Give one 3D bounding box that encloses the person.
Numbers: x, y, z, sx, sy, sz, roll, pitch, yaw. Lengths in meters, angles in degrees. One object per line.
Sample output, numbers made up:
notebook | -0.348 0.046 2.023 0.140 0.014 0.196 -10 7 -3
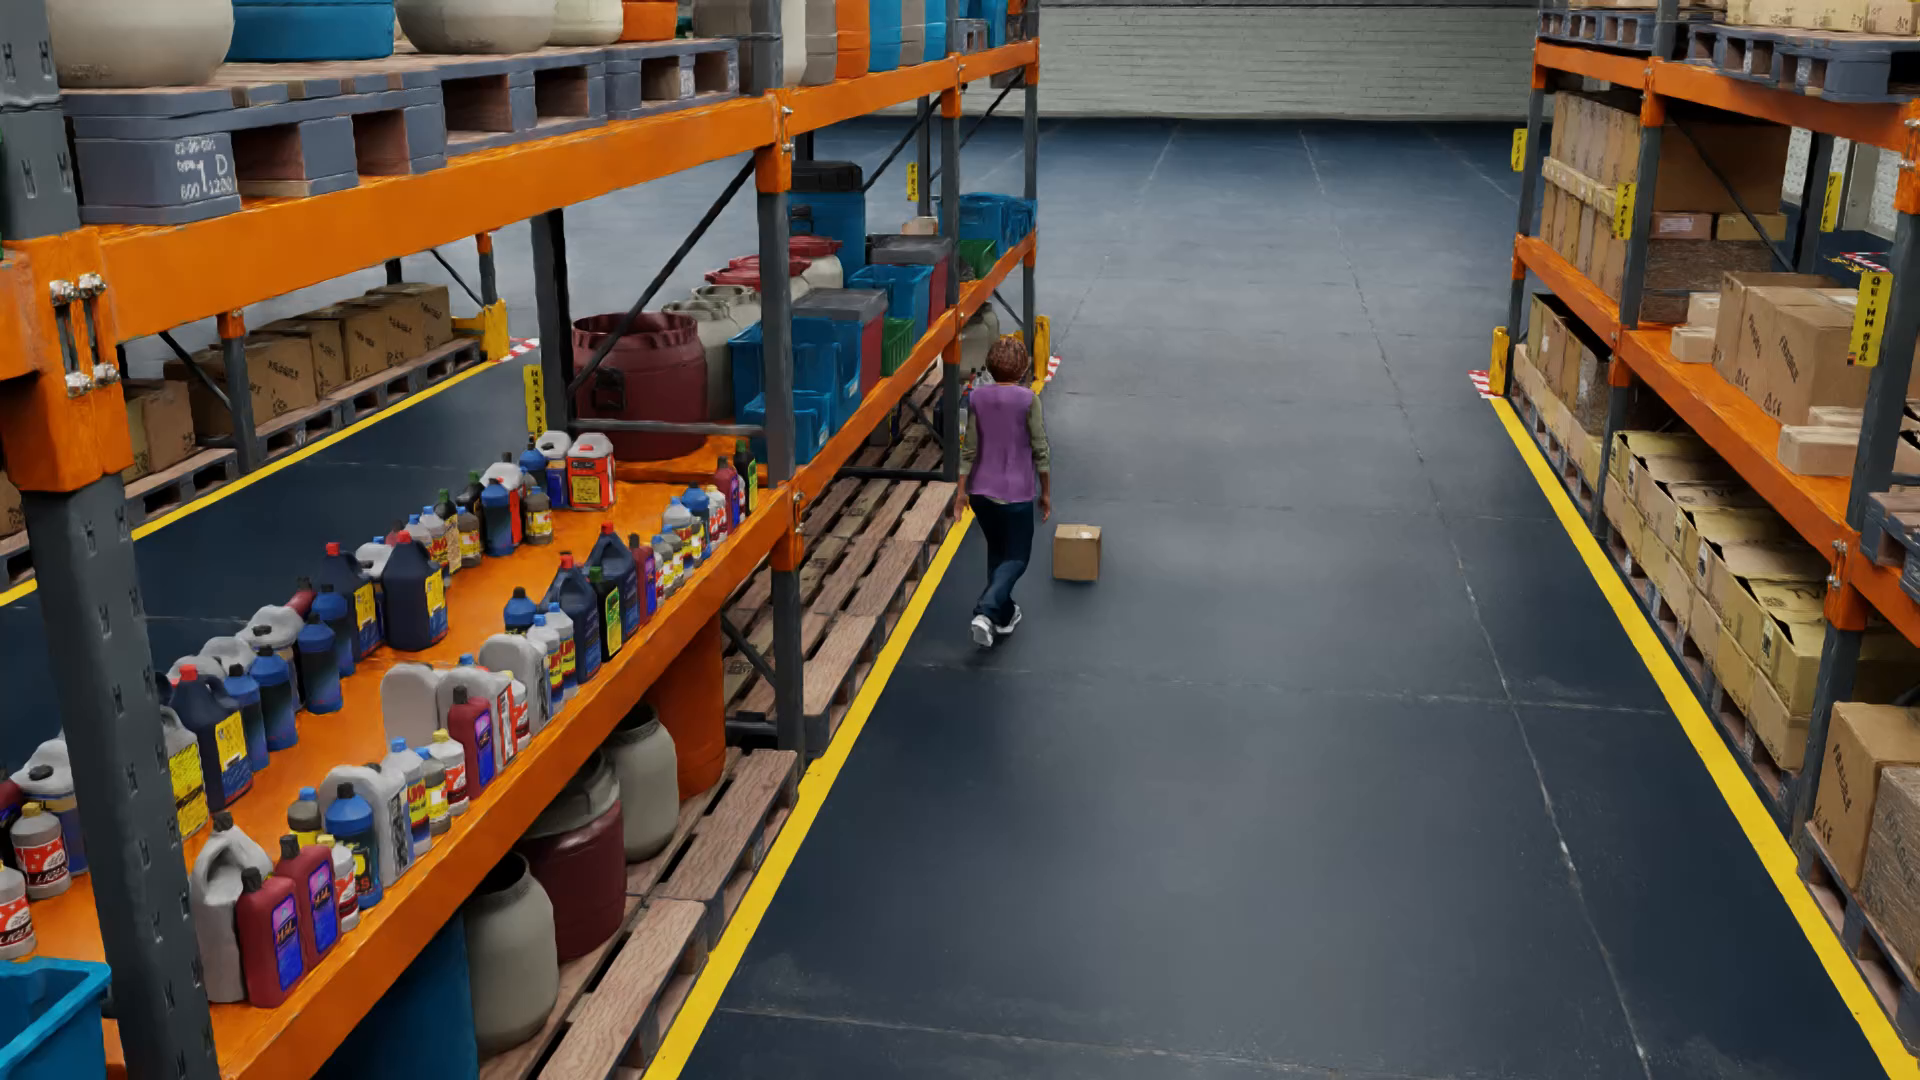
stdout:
person | 0.198 -0.220 8.231 0.467 1.561 0.797 7 20 21
